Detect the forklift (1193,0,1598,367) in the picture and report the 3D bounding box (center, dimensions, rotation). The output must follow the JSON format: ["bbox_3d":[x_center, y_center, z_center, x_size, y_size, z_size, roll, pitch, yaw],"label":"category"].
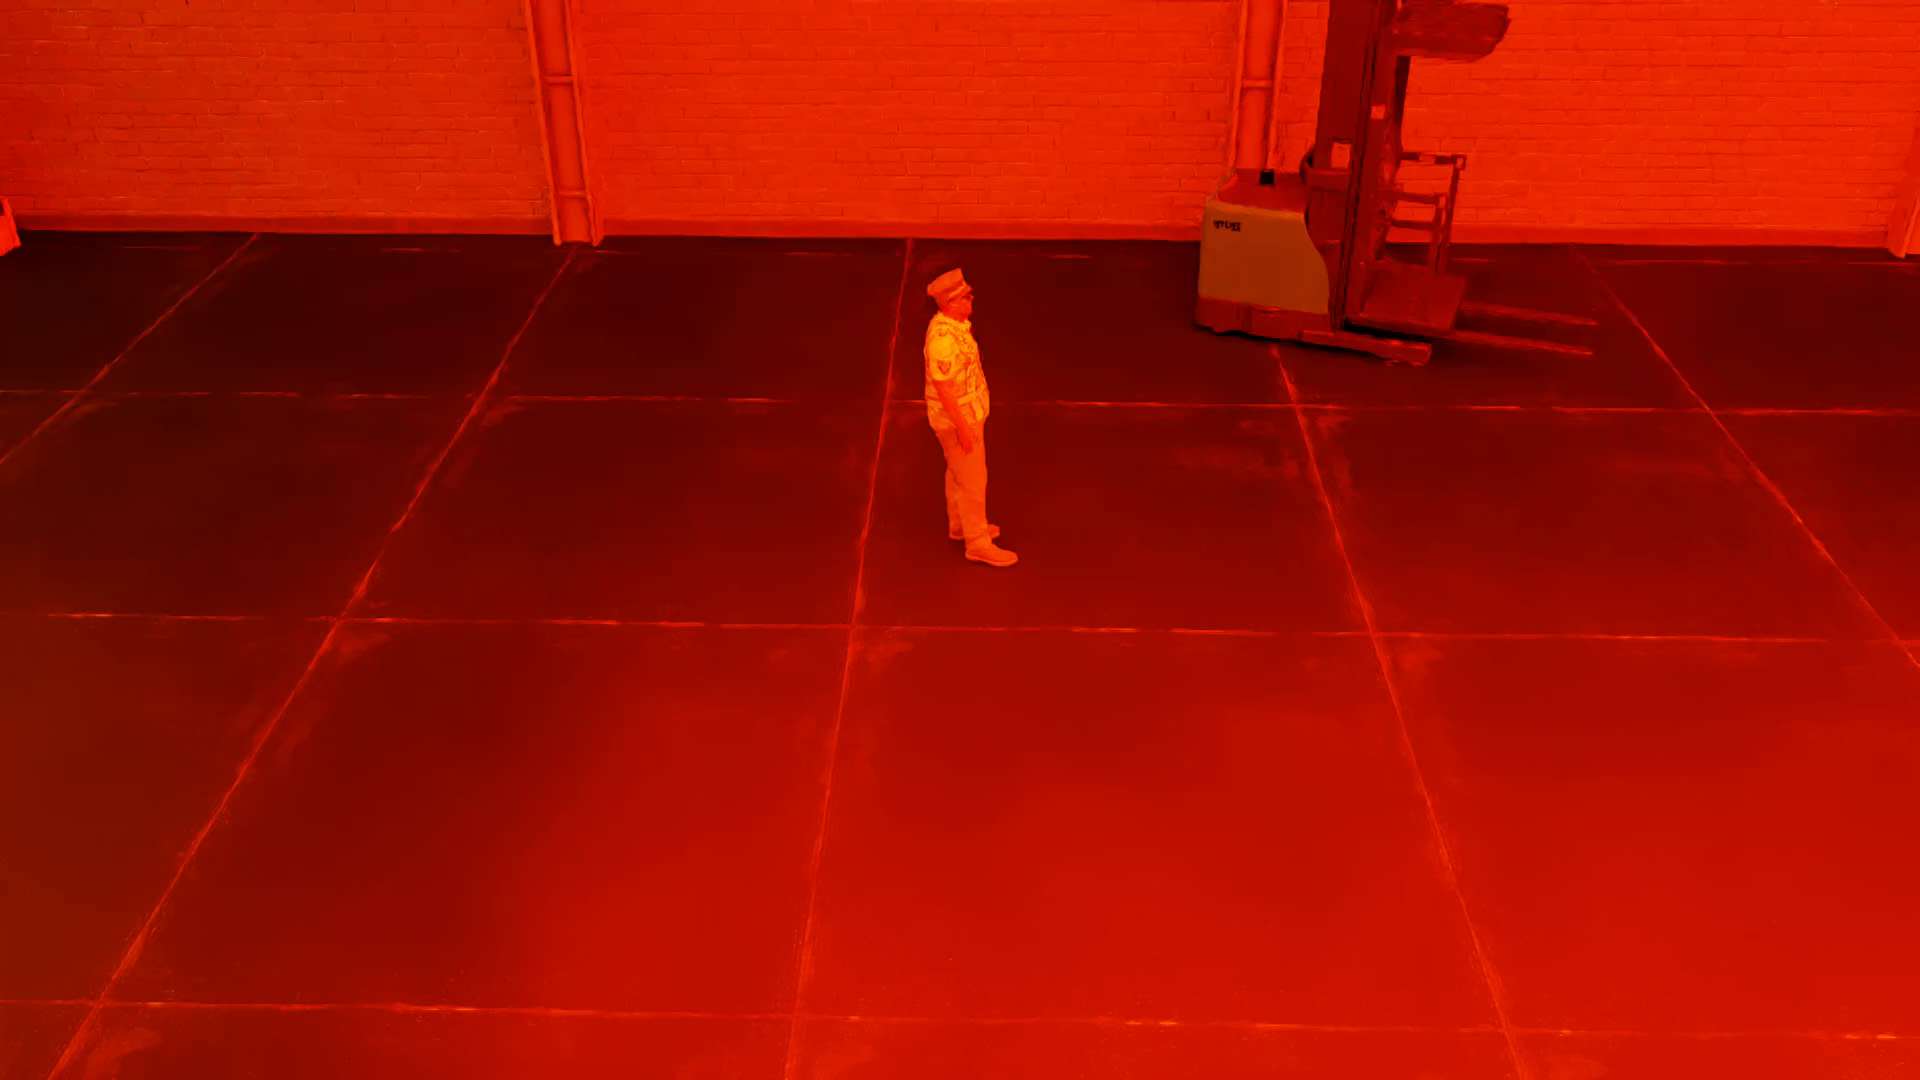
[{"bbox_3d":[3.442,-2.899,12.531,3.031,2.935,1.130,11,32,18],"label":"forklift"}]

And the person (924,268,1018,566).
[{"bbox_3d":[0.078,-0.767,10.031,0.574,1.781,0.640,1,31,1],"label":"person"}]
